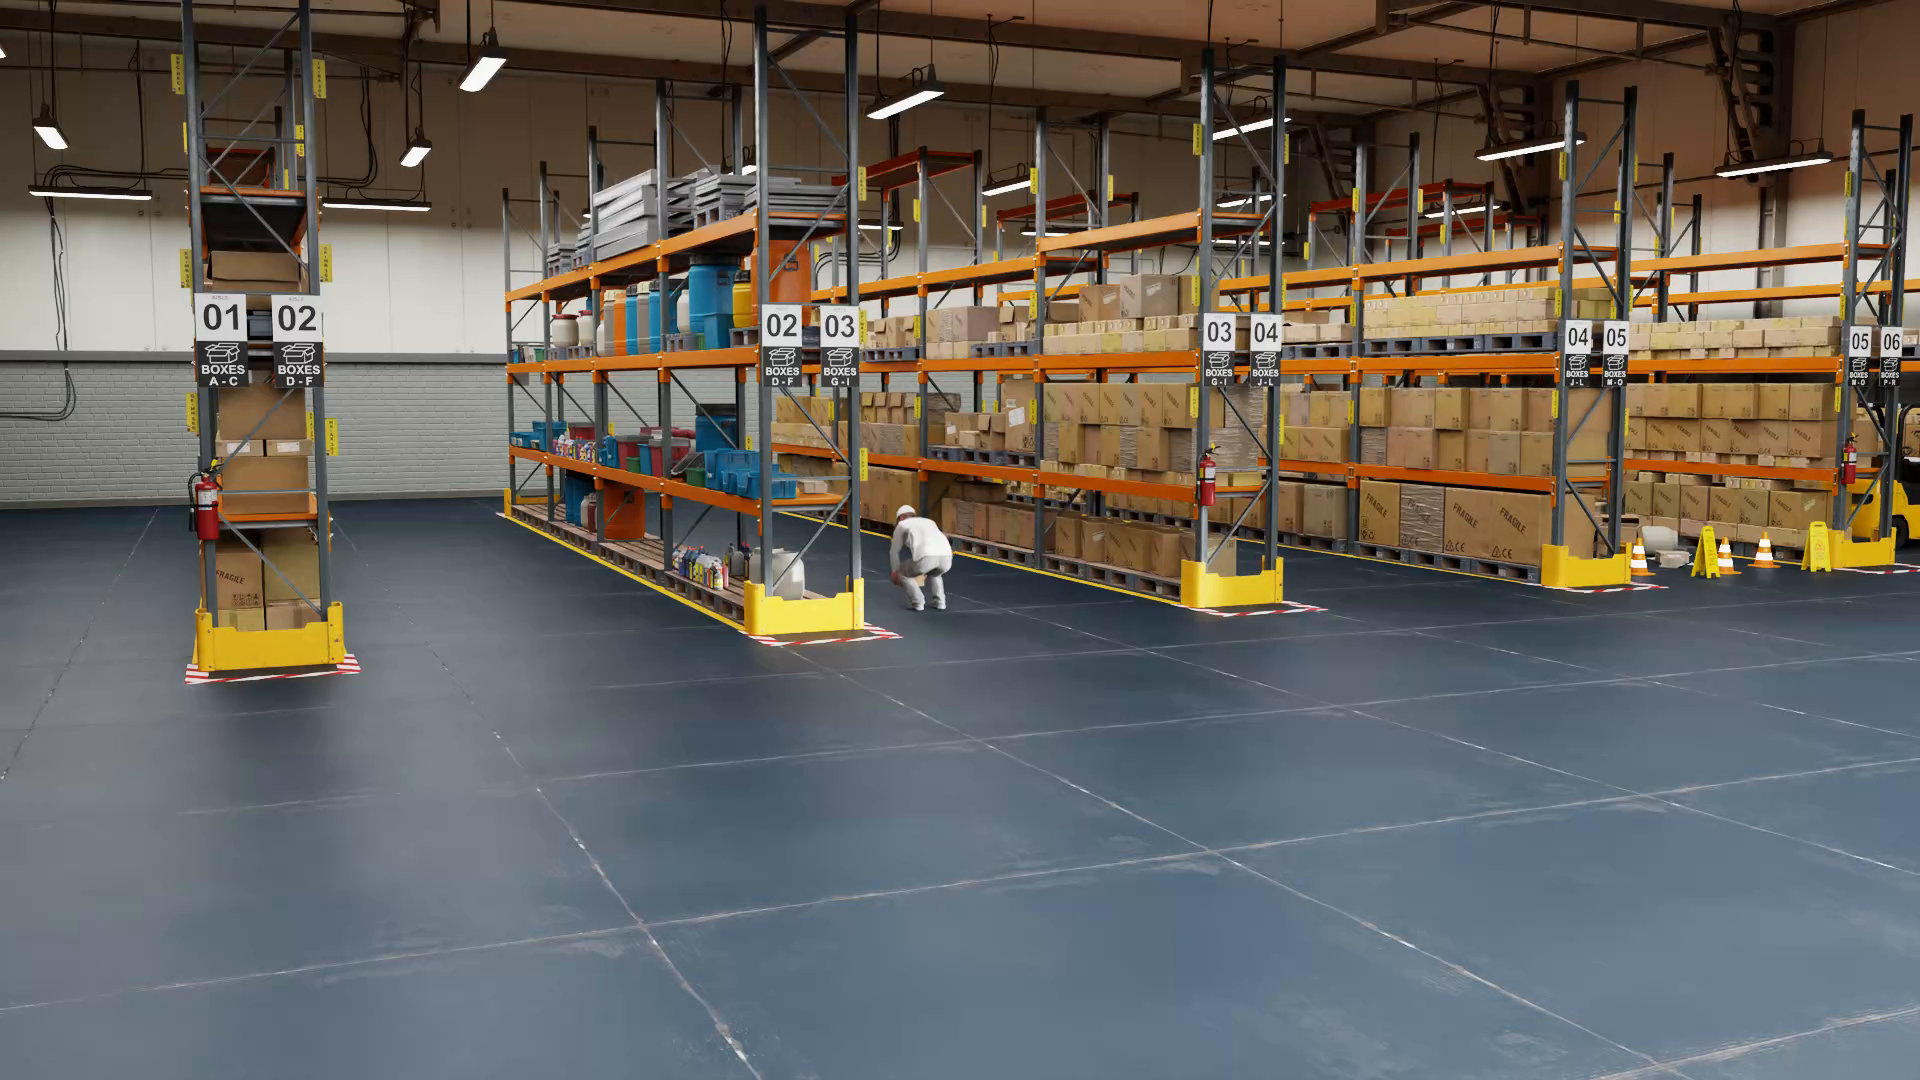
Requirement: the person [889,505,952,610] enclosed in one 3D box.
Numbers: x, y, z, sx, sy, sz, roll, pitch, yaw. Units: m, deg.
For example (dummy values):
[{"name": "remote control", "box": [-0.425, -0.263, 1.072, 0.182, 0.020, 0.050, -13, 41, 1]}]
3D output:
[{"name": "person", "box": [-0.447, 0.190, 18.184, 0.556, 1.105, 0.869, -2, 6, -24]}]
